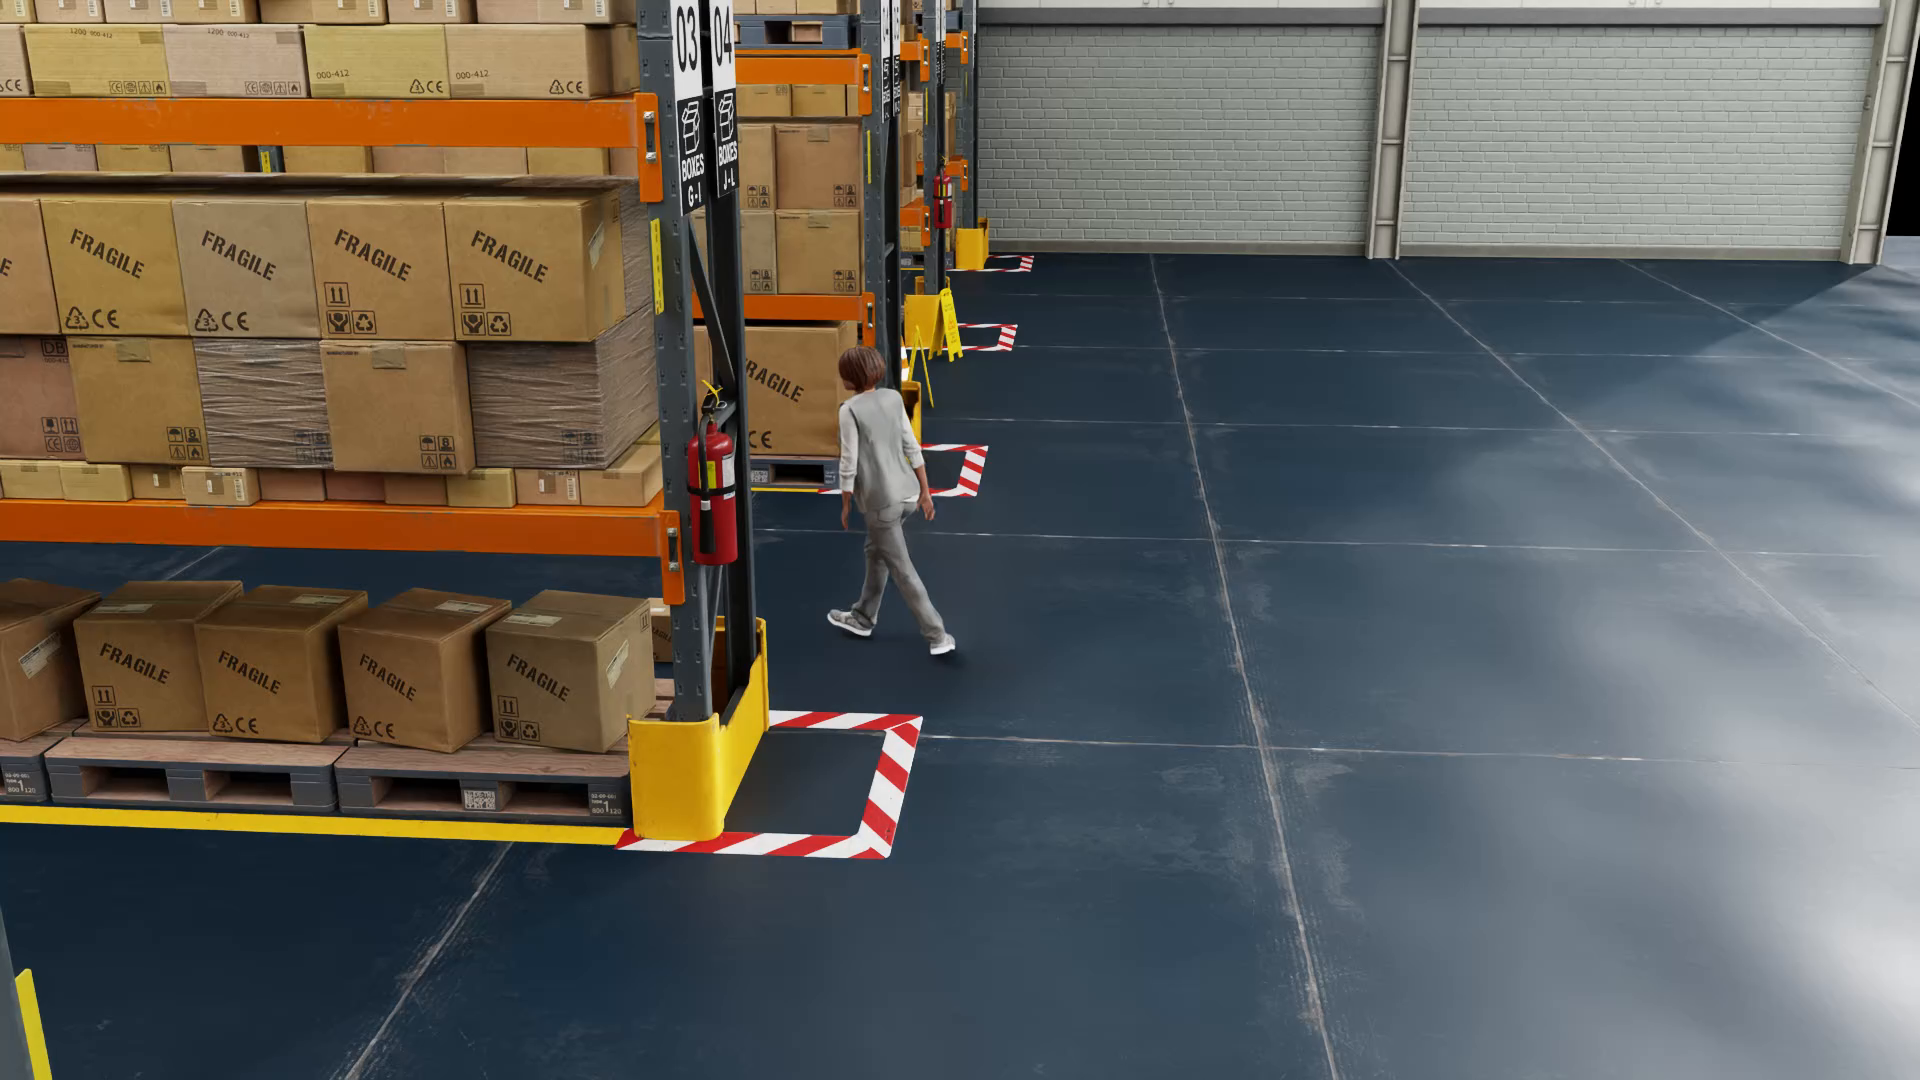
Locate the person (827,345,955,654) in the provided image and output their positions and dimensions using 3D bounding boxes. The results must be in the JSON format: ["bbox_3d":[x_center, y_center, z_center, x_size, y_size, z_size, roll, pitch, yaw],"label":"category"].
[{"bbox_3d":[-0.395,-0.200,8.210,0.800,1.540,0.491,16,24,41],"label":"person"}]
